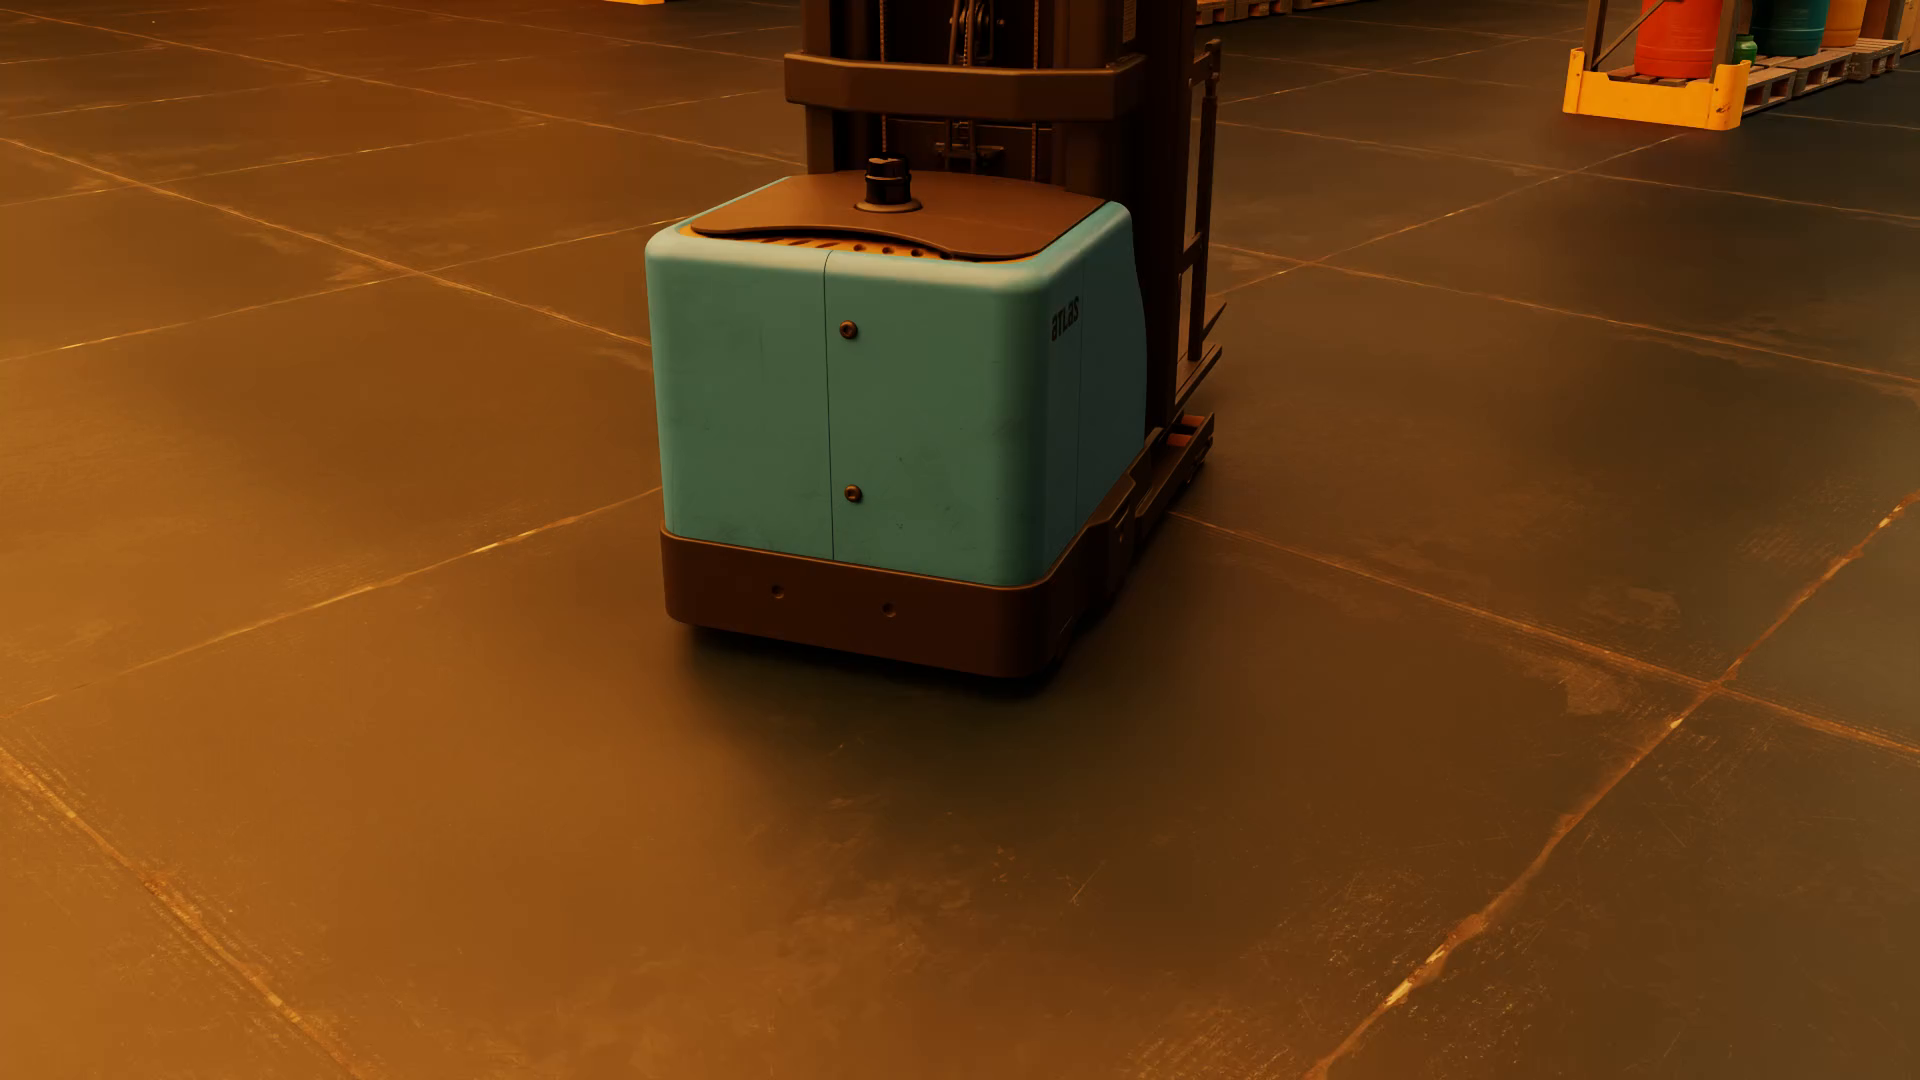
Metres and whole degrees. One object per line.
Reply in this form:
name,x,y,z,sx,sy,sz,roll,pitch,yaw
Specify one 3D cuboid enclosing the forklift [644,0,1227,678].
forklift,0.211,-1.572,4.911,1.130,2.935,3.031,8,25,18
